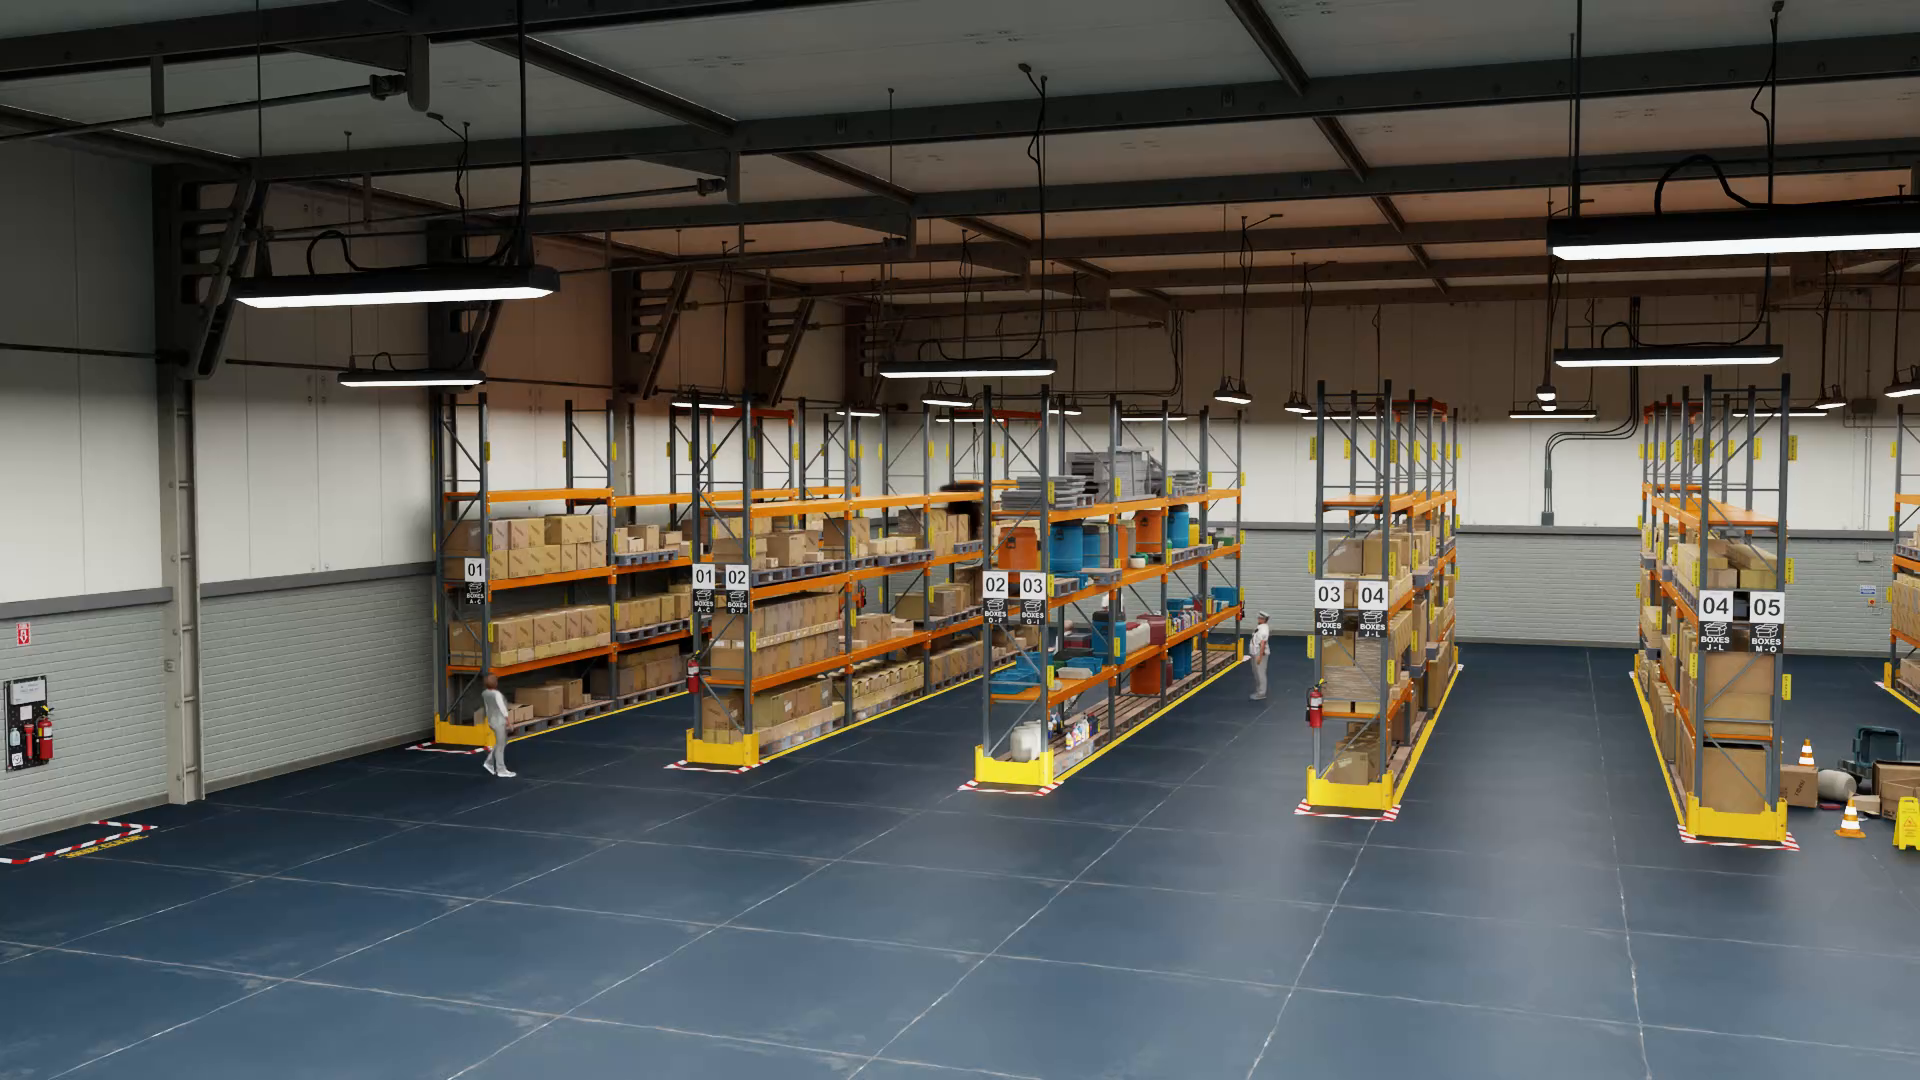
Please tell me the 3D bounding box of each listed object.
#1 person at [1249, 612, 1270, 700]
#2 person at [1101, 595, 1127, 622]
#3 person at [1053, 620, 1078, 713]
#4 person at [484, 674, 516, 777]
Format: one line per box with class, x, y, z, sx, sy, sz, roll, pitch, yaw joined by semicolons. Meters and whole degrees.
person;6.063;2.330;33.741;0.482;1.768;0.556;-1;3;-17
person;3.802;1.966;41.012;0.677;1.743;0.624;-1;3;-12
person;2.038;2.449;31.827;0.600;1.843;0.513;-3;4;-40
person;-7.085;2.862;25.577;0.428;1.625;0.481;-2;3;-27
